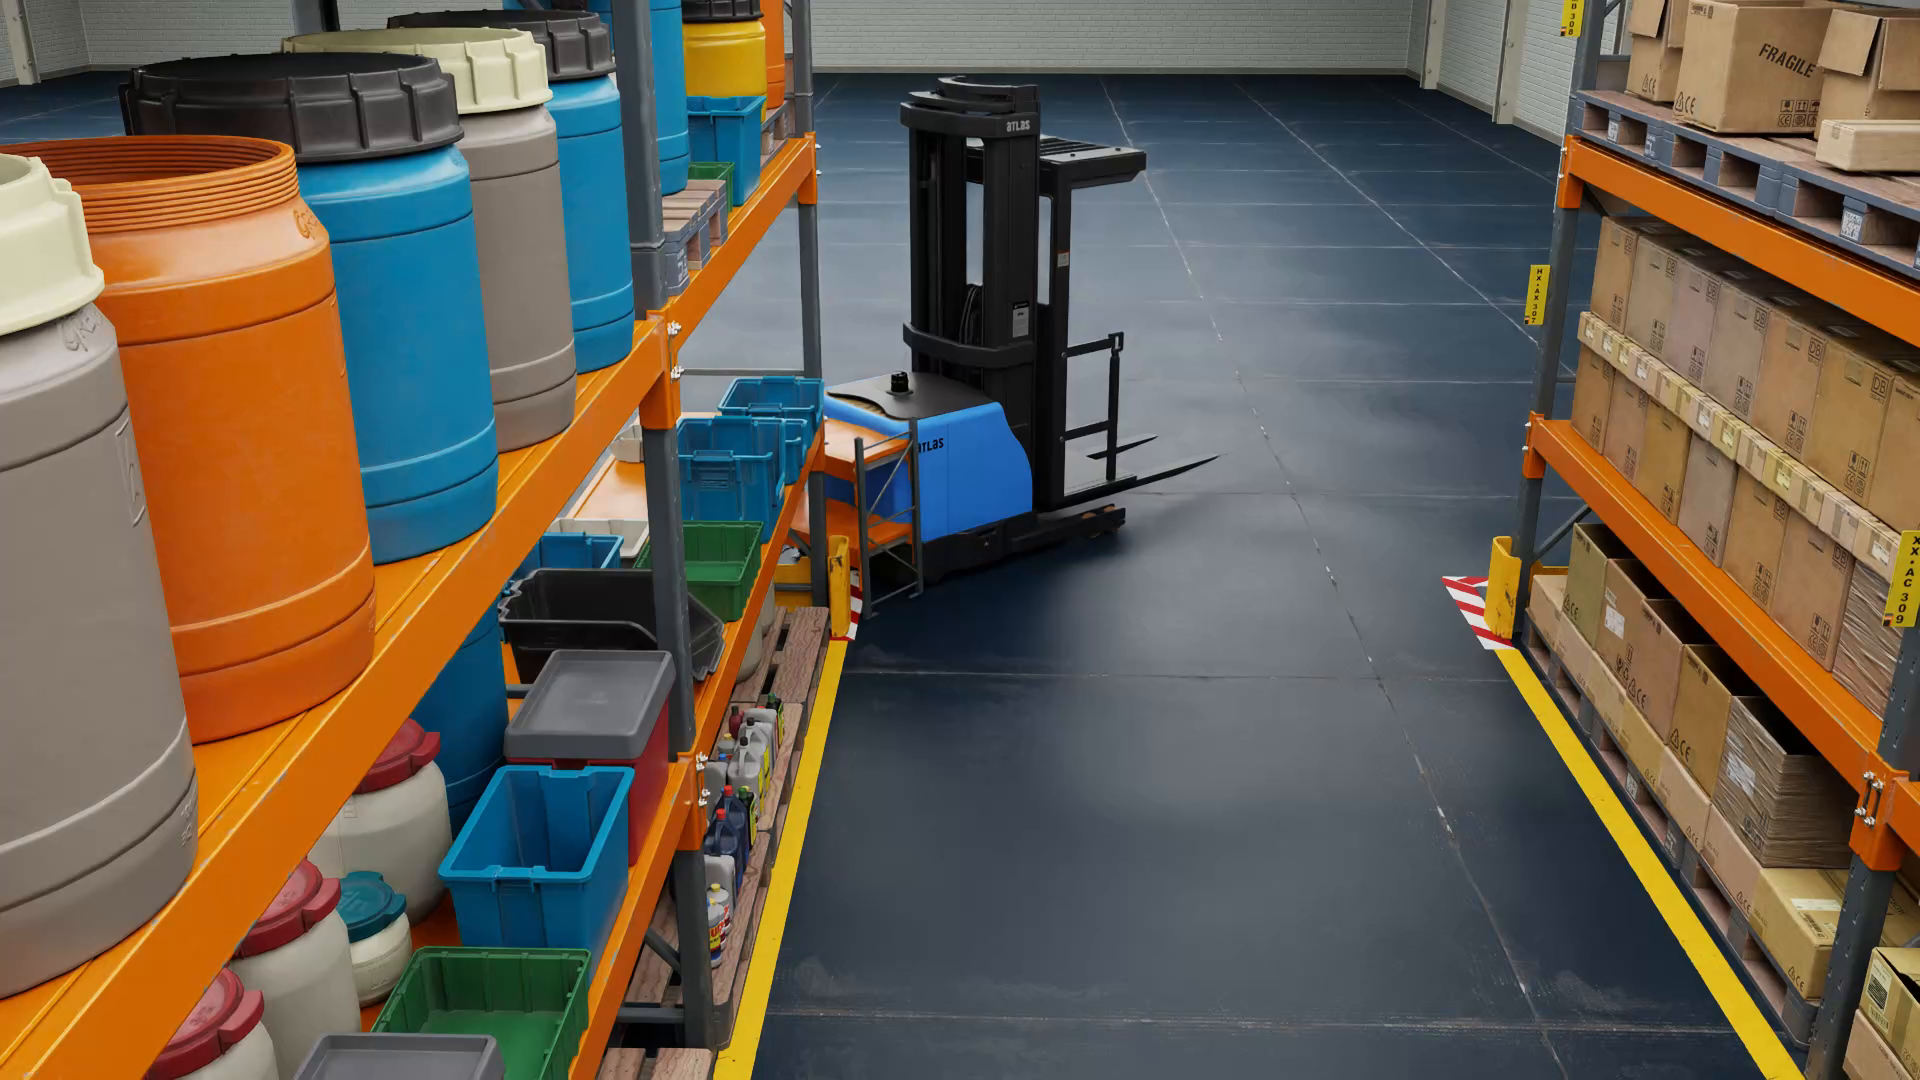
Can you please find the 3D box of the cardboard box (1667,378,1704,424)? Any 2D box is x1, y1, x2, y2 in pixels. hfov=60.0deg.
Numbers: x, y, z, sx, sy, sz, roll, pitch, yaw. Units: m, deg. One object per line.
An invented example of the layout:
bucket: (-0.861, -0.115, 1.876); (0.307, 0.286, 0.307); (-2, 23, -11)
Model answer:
cardboard box: (3.410, -0.620, 7.445); (0.380, 0.149, 0.250); (0, 21, 1)

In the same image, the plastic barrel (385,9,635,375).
plastic barrel: (-1.197, -0.932, 4.444); (0.600, 0.901, 0.708); (1, 21, 2)

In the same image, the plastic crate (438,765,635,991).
plastic crate: (-1.121, 0.924, 4.523); (0.392, 0.384, 0.575); (1, 21, 2)

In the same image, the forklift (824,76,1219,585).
forklift: (0.486, -1.511, 10.872); (3.031, 2.935, 1.130); (-17, 27, -36)

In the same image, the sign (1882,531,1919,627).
sign: (2.998, 0.124, 5.257); (0.100, 0.325, 0.005); (1, 21, 2)

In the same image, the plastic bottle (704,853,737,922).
plastic bottle: (-0.968, 1.351, 6.557); (0.152, 0.276, 0.135); (1, 21, 4)

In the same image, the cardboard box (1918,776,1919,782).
cardboard box: (3.887, 0.961, 6.588); (0.500, 0.500, 0.500); (1, 21, 2)

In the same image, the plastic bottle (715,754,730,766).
plastic bottle: (-1.057, 1.052, 7.432); (0.097, 0.201, 0.097); (0, 21, 0)

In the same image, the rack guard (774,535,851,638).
rack guard: (-1.232, 0.261, 9.665); (1.175, 0.500, 0.348); (1, 21, 2)

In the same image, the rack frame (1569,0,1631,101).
rack frame: (3.674, -3.673, 8.055); (1.000, 3.000, 0.127); (1, 21, 2)

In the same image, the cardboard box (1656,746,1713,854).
cardboard box: (3.374, 1.124, 7.205); (0.500, 0.250, 0.500); (1, 21, 2)

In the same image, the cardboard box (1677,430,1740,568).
cardboard box: (3.603, -0.194, 7.245); (0.700, 0.500, 0.500); (1, 21, 3)

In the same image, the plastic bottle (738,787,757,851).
plastic bottle: (-0.906, 1.161, 7.038); (0.061, 0.283, 0.133); (2, 21, 4)

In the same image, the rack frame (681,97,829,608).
rack frame: (-1.277, -0.932, 9.284); (1.000, 3.000, 0.127); (1, 21, 2)

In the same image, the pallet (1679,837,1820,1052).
pallet: (3.619, 1.583, 6.657); (1.003, 0.211, 1.213); (1, 21, 2)

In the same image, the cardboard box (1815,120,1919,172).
cardboard box: (3.316, -1.411, 5.946); (0.380, 0.149, 0.250); (1, 21, 2)

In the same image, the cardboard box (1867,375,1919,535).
cardboard box: (3.560, -0.242, 5.574); (0.700, 0.500, 0.500); (1, 21, 2)

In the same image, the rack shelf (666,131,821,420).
rack shelf: (-1.337, -1.272, 7.008); (1.077, 0.370, 4.000); (1, 21, 2)

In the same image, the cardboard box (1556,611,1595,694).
cardboard box: (3.424, 0.582, 8.603); (0.500, 0.250, 0.500); (1, 21, 2)

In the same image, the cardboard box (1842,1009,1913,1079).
cardboard box: (3.293, 1.799, 5.466); (0.500, 0.250, 0.500); (0, 21, 0)

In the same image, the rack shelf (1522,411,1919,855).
rack shelf: (3.614, 0.182, 7.407); (1.077, 0.370, 4.000); (1, 21, 2)

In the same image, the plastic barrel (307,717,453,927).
plastic barrel: (-1.647, 0.794, 4.647); (0.433, 0.535, 0.433); (0, 21, 0)

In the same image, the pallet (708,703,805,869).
pallet: (-1.302, 1.130, 7.826); (1.003, 0.211, 1.213); (1, 21, 2)

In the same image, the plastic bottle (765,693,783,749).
plastic bottle: (-0.880, 0.840, 7.863); (0.061, 0.283, 0.133); (1, 21, 3)

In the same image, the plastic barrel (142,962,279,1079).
plastic barrel: (-1.682, 1.216, 3.560); (0.433, 0.535, 0.433); (0, 21, 0)

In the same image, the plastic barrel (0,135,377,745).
plastic barrel: (-1.258, -0.169, 2.578); (0.600, 0.830, 0.708); (1, 21, 2)

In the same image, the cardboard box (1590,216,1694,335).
cardboard box: (3.646, -1.340, 8.404); (0.700, 0.500, 0.500); (1, 21, 2)

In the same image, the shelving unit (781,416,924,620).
shelving unit: (-0.795, -0.245, 10.068); (1.048, 1.125, 0.538); (17, 29, 38)

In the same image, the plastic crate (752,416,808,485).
plastic crate: (-1.018, -0.444, 8.232); (0.499, 0.251, 0.408); (1, 21, 2)

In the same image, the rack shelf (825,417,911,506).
rack shelf: (-0.802, -0.515, 9.956); (1.000, 0.278, 0.538); (17, 29, 38)

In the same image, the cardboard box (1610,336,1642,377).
cardboard box: (3.433, -0.900, 8.167); (0.380, 0.149, 0.250); (1, 21, 2)

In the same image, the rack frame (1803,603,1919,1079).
rack frame: (3.553, 0.570, 5.413); (1.000, 3.000, 0.127); (1, 21, 2)

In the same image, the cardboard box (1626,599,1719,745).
cardboard box: (3.387, 0.594, 7.535); (0.500, 0.500, 0.500); (1, 21, 2)

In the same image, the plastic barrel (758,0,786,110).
plastic barrel: (-1.164, -2.549, 8.132); (0.600, 0.830, 0.708); (1, 21, 2)

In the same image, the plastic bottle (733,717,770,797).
plastic bottle: (-0.935, 0.968, 7.442); (0.144, 0.351, 0.185); (2, 21, 4)

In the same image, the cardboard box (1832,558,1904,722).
cardboard box: (3.560, 0.363, 5.809); (0.700, 0.500, 0.500); (0, 21, 0)

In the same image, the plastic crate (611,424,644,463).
plastic crate: (-1.625, -0.489, 8.507); (0.298, 0.136, 0.250); (1, 21, 2)

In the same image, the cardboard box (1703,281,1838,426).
cardboard box: (3.606, -0.786, 6.977); (0.700, 0.500, 0.500); (1, 21, 2)

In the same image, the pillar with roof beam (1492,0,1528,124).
pillar with roof beam: (5.896, -12.082, 29.728); (9.100, 9.000, 0.400); (1, 21, 2)

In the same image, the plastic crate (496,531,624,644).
plastic crate: (-1.636, 0.180, 6.623); (0.499, 0.251, 0.616); (1, 21, 2)

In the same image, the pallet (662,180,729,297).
pallet: (-1.474, -1.058, 5.724); (1.213, 0.211, 1.003); (1, 21, 2)

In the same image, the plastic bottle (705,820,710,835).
plastic bottle: (-1.075, 1.240, 6.850); (0.097, 0.271, 0.097); (0, 21, 0)

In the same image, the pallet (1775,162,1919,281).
pallet: (3.553, -1.096, 5.682); (1.003, 0.211, 1.213); (1, 21, 2)

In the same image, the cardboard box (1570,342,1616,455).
cardboard box: (3.647, -0.754, 8.688); (0.700, 0.500, 0.500); (1, 21, 2)

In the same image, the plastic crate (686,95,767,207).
plastic crate: (-1.034, -1.630, 6.959); (0.392, 0.384, 0.575); (1, 21, 2)

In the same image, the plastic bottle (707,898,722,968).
plastic bottle: (-0.950, 1.471, 6.256); (0.097, 0.271, 0.097); (0, 21, 0)

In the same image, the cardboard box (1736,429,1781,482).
cardboard box: (3.387, -0.339, 6.720); (0.380, 0.149, 0.250); (1, 21, 3)

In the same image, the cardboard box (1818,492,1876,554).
cardboard box: (3.362, -0.064, 6.012); (0.380, 0.149, 0.250); (0, 21, 0)

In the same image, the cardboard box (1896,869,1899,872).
cardboard box: (3.890, 1.311, 6.724); (0.500, 0.250, 0.500); (1, 21, 2)
